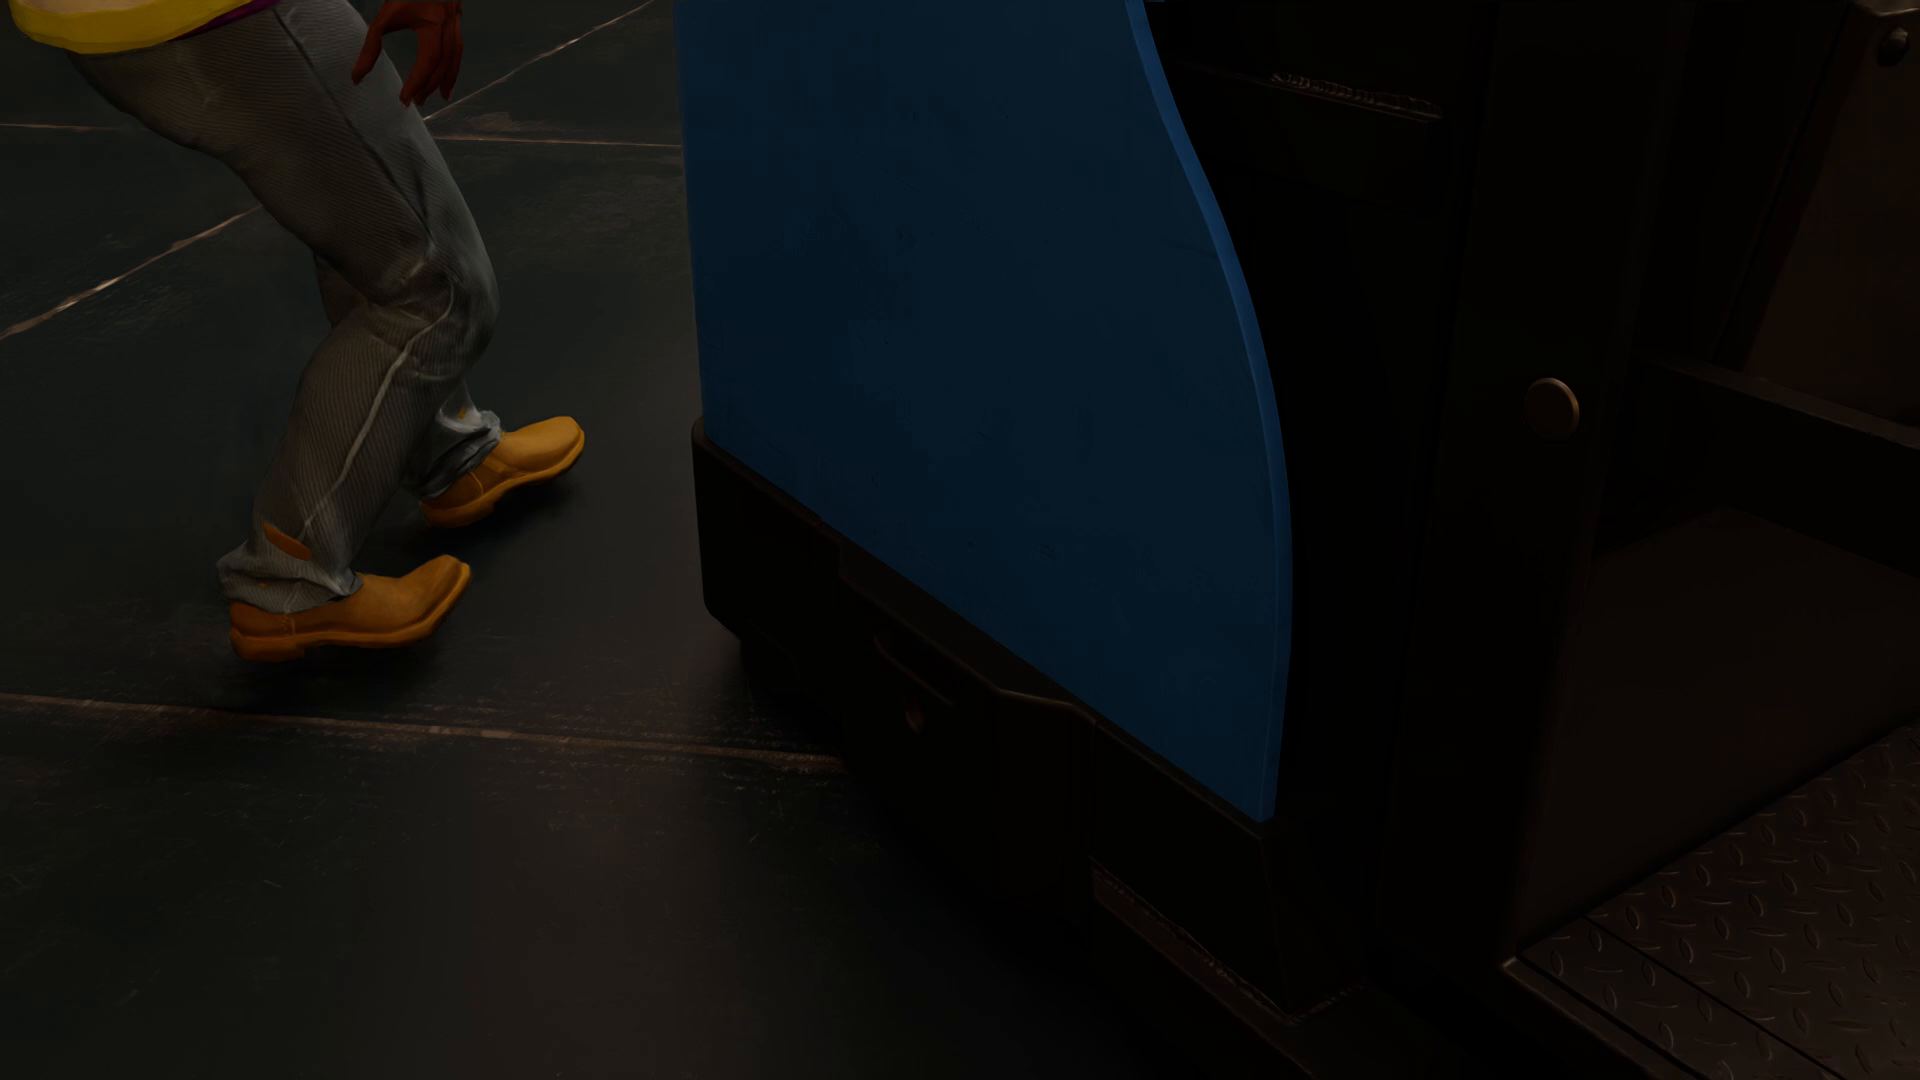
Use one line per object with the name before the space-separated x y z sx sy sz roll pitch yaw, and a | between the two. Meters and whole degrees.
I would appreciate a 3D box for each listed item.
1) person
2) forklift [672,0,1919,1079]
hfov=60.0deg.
person | -0.736 -0.695 1.973 0.717 1.679 0.943 -21 33 -35
forklift | 0.920 -0.768 0.756 1.130 2.935 3.031 -17 31 -31
